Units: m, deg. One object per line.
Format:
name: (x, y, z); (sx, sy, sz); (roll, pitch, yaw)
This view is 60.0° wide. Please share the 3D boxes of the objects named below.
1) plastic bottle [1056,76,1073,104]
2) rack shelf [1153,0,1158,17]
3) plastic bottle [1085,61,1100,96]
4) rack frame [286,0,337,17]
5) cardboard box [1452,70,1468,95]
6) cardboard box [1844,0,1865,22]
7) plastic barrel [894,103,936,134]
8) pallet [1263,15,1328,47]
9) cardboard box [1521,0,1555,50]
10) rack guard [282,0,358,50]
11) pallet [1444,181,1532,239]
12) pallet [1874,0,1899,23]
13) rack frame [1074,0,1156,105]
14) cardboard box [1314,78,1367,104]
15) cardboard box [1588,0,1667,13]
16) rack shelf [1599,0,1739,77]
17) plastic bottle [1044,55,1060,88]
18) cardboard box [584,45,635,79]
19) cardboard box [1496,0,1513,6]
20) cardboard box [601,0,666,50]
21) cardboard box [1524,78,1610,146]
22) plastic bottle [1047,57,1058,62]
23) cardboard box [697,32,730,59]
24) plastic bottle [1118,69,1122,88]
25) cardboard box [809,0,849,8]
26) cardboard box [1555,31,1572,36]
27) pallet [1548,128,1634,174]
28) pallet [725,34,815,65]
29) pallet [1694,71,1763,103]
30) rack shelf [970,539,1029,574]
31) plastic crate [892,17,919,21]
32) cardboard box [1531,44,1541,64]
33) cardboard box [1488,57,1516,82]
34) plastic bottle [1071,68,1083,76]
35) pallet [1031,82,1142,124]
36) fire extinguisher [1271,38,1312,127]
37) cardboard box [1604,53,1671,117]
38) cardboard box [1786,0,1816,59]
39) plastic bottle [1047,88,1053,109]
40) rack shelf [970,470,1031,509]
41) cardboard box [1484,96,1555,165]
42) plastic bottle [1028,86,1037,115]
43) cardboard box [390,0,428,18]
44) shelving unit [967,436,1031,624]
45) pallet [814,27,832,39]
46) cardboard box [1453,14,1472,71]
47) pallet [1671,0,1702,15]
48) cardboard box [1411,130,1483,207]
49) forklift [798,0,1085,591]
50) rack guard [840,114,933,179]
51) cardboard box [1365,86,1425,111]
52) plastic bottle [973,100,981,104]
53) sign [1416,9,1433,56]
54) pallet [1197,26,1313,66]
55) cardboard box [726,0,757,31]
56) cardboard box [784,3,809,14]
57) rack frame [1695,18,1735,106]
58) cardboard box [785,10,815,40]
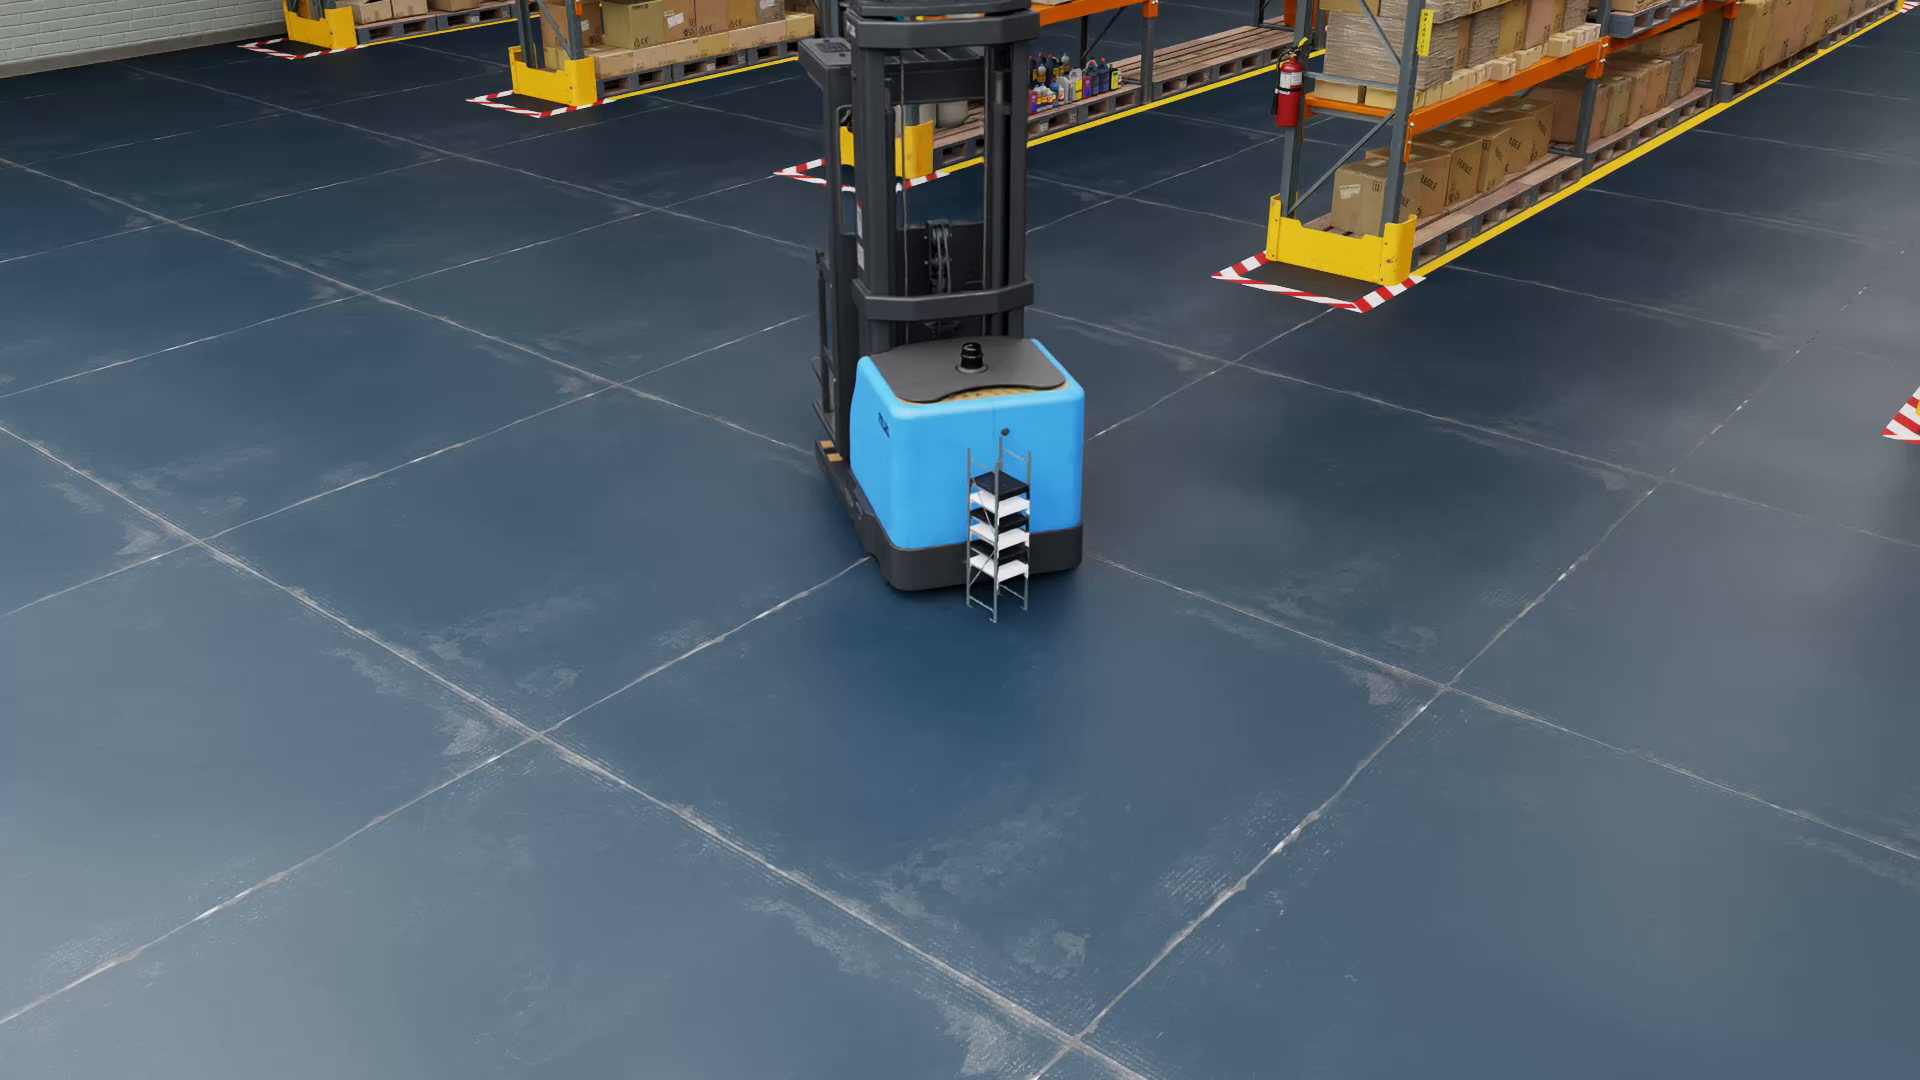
plastic bottle: (1.116, -4.827, 17.801); (0.152, 0.276, 0.135); (21, 34, 35)
rack shelf: (3.009, -6.782, 19.879); (1.077, 0.370, 4.000); (21, 34, 34)
plastic bottle: (1.428, -5.031, 18.115); (0.144, 0.351, 0.185); (19, 33, 32)
rack frame: (-8.452, -7.870, 21.198); (1.000, 3.000, 0.127); (21, 34, 34)
cardboard box: (3.868, -3.709, 13.428); (0.380, 0.149, 0.250); (21, 34, 34)
cardboard box: (11.702, -7.554, 22.443); (0.875, 0.875, 0.875); (21, 34, 34)
plastic barrel: (-0.447, -4.312, 16.571); (0.421, 0.512, 0.421); (0, 27, 0)
pallet: (4.751, -6.864, 22.289); (1.003, 0.211, 1.213); (21, 34, 34)
cardboard box: (4.640, -4.607, 14.457); (0.875, 0.500, 0.500); (21, 34, 34)
rack guard: (-8.403, -6.787, 21.825); (1.175, 0.500, 0.348); (21, 34, 34)
pallet: (4.384, -3.024, 14.865); (1.003, 0.211, 1.213); (21, 34, 34)
pallet: (12.744, -7.655, 23.817); (1.003, 0.211, 1.213); (21, 34, 34)
rack frame: (1.737, -6.393, 18.343); (1.000, 3.000, 0.127); (21, 34, 34)
cardboard box: (3.037, -3.577, 13.173); (0.380, 0.149, 0.250); (21, 34, 34)
cardboard box: (6.173, -5.639, 15.776); (1.000, 1.000, 1.000); (21, 34, 35)
rack shelf: (6.831, -5.335, 17.081); (1.077, 0.370, 4.000); (21, 34, 34)
plastic bottle: (1.015, -5.205, 18.450); (0.144, 0.351, 0.185); (21, 34, 34)
cardboard box: (-4.114, -5.514, 19.179); (0.500, 0.250, 0.500); (21, 34, 34)
cardboard box: (4.215, -4.616, 13.387); (0.500, 0.500, 0.500); (21, 34, 34)
cardboard box: (-3.797, -6.025, 19.351); (0.500, 0.500, 0.500); (21, 34, 34)
cardboard box: (5.966, -4.242, 16.427); (0.700, 0.500, 0.500); (18, 32, 31)
plastic bottle: (1.012, -5.271, 18.660); (0.152, 0.276, 0.135); (22, 35, 36)
cardboard box: (-3.159, -6.045, 20.207); (0.500, 0.250, 0.500); (21, 34, 34)
plastic bottle: (1.747, -5.126, 18.460); (0.097, 0.201, 0.097); (0, 27, 0)
cardboard box: (-1.627, -7.130, 21.693); (0.500, 0.311, 0.500); (21, 34, 35)
cardboard box: (5.278, -4.515, 14.986); (0.380, 0.149, 0.250); (21, 34, 34)
pallet: (6.053, -3.983, 16.720); (1.003, 0.211, 1.213); (21, 34, 34)
pallet: (-2.621, -6.334, 21.263); (1.003, 0.211, 1.213); (21, 34, 34)
pallet: (8.663, -5.382, 19.425); (1.003, 0.211, 1.213); (21, 34, 34)
rack shelf: (0.191, 0.062, 8.419); (0.200, 0.077, 0.258); (-20, 33, -33)
plastic crate: (-0.720, -5.173, 16.148); (0.499, 0.251, 0.616); (21, 34, 34)
cardboard box: (4.816, -4.243, 14.460); (0.380, 0.149, 0.250); (21, 34, 34)
cardboard box: (4.409, -3.950, 13.895); (0.380, 0.149, 0.250); (21, 34, 34)
plastic bottle: (1.298, -5.032, 18.198); (0.152, 0.276, 0.135); (21, 34, 34)
pallet: (1.278, -4.928, 18.547); (1.003, 0.211, 1.213); (21, 34, 34)
fire extinguisher: (2.586, -3.587, 13.003); (0.296, 0.674, 0.183); (21, 34, 34)
cardboard box: (6.994, -4.802, 17.509); (0.700, 0.500, 0.500); (24, 36, 38)
cardboard box: (9.688, -6.475, 20.356); (1.225, 0.875, 0.875); (19, 33, 33)
plastic bottle: (0.931, -4.671, 17.581); (0.097, 0.201, 0.097); (0, 27, 0)
rack shelf: (0.191, -0.258, 8.253); (0.200, 0.077, 0.258); (-20, 33, -33)
cardboard box: (5.274, -3.891, 15.771); (0.500, 0.500, 0.500); (20, 33, 33)
plastic bottle: (0.745, -4.590, 17.336); (0.061, 0.283, 0.133); (21, 34, 35)
cardboard box: (-7.579, -7.292, 22.529); (0.500, 0.311, 0.500); (24, 36, 38)
shelving unit: (0.191, -0.047, 8.362); (0.210, 0.900, 0.258); (-20, 33, -33)
pallet: (-1.644, -6.876, 22.311); (1.003, 0.211, 1.213); (21, 34, 34)
cardboard box: (3.611, -4.103, 13.484); (0.875, 0.500, 0.500); (21, 34, 34)
pallet: (6.876, -5.564, 16.950); (1.003, 0.211, 1.213); (21, 34, 34)
cardboard box: (4.192, -3.258, 14.547); (0.500, 0.500, 0.500); (25, 36, 39)
forklift: (-0.250, -1.698, 9.342); (1.130, 2.935, 3.031); (-8, 28, -14)
rack guard: (-0.795, -3.905, 16.254); (1.175, 0.500, 0.348); (21, 34, 34)
cardboard box: (3.380, -3.447, 12.922); (0.380, 0.149, 0.250); (21, 34, 34)
plastic bottle: (0.204, -4.821, 17.790); (0.152, 0.276, 0.135); (21, 34, 35)
sign: (3.434, -3.753, 12.298); (0.100, 0.325, 0.005); (21, 34, 34)
pallet: (3.759, -6.309, 21.216); (1.003, 0.211, 1.213); (21, 34, 34)
cardboard box: (-2.851, -6.560, 20.385); (0.500, 0.500, 0.500); (21, 34, 34)
cardboard box: (-2.042, -7.039, 22.127); (0.500, 0.250, 0.500); (20, 34, 34)
rack frame: (8.103, -6.363, 18.286); (1.000, 3.000, 0.127); (21, 34, 34)
cardboard box: (-2.209, -6.579, 21.238); (0.500, 0.250, 0.500); (21, 34, 34)
